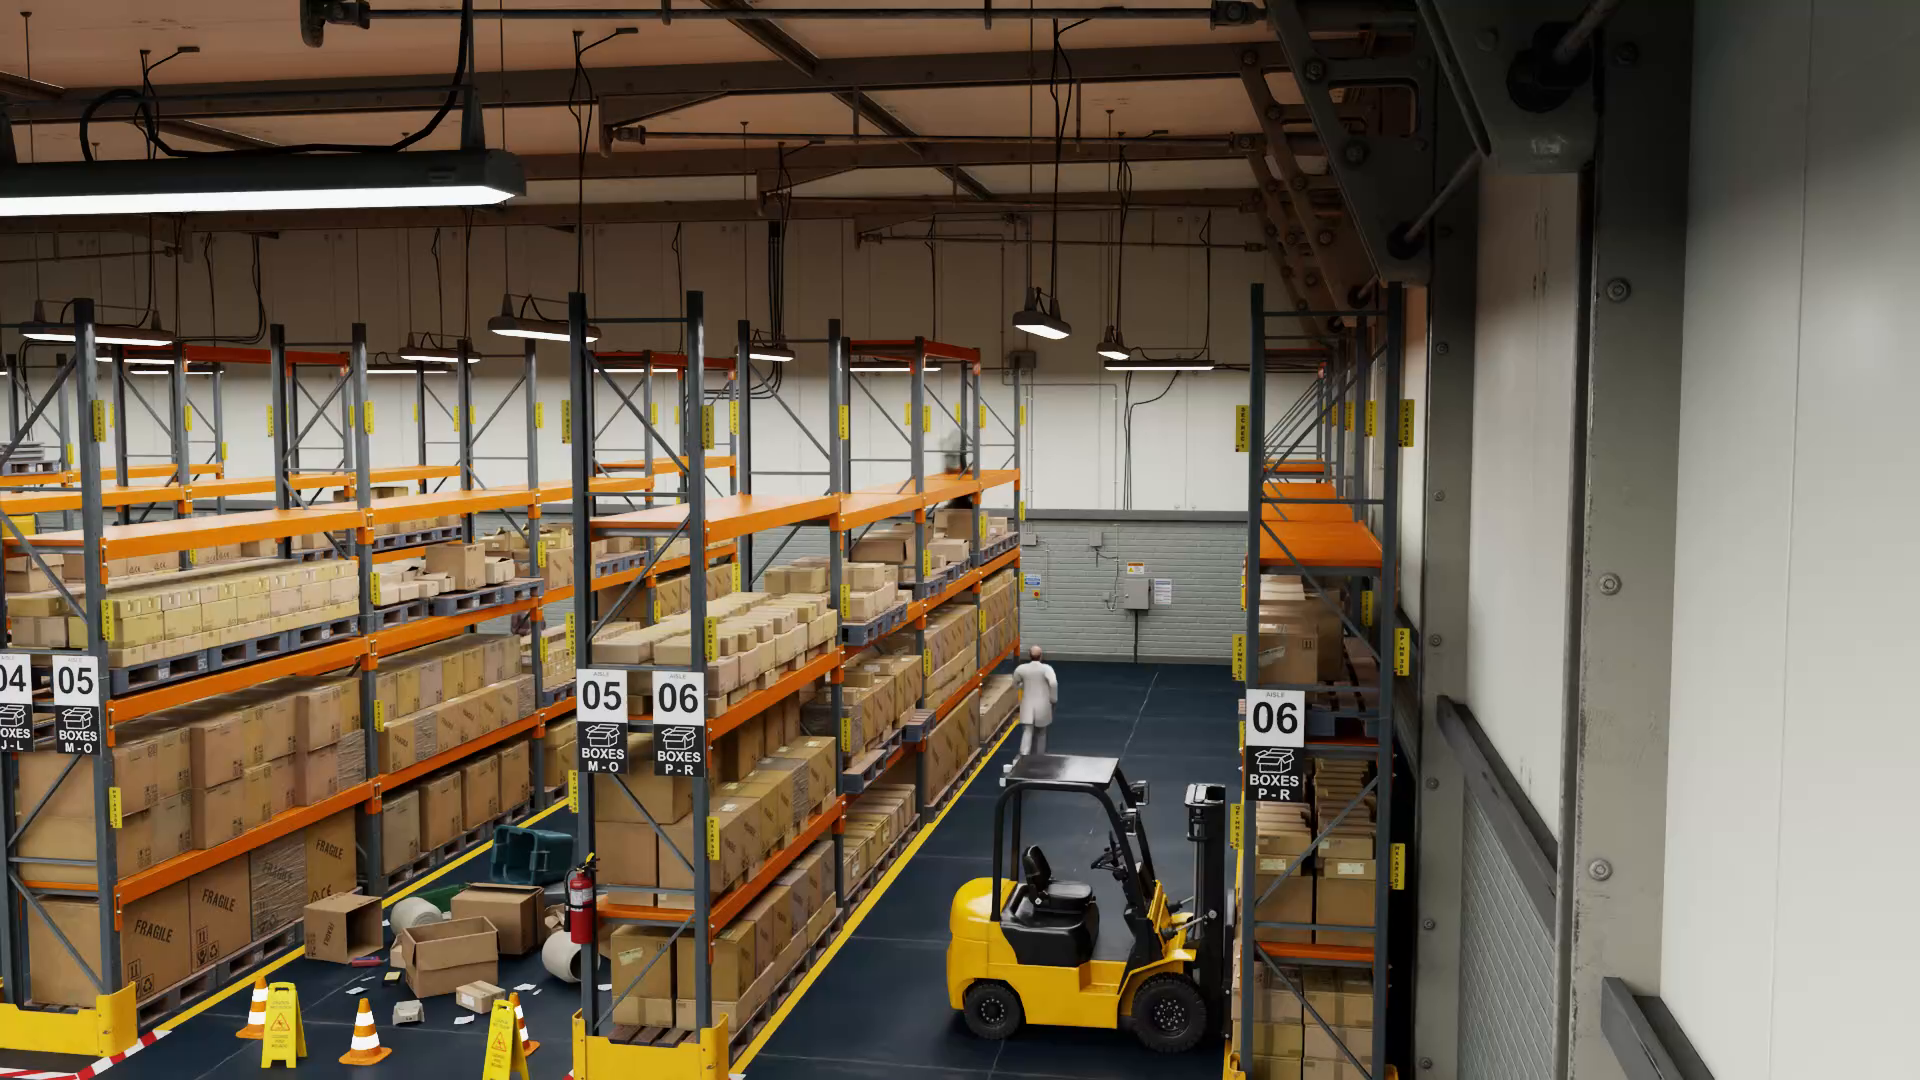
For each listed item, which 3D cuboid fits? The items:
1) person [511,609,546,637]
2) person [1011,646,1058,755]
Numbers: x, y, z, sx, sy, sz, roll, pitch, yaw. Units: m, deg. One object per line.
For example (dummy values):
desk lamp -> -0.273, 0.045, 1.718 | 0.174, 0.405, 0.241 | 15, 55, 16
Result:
person -> -7.724, 1.871, 29.918 | 0.699, 1.770, 0.896 | -3, 5, -29
person -> 1.053, 2.367, 23.384 | 0.704, 1.761, 1.036 | 1, 5, 12
